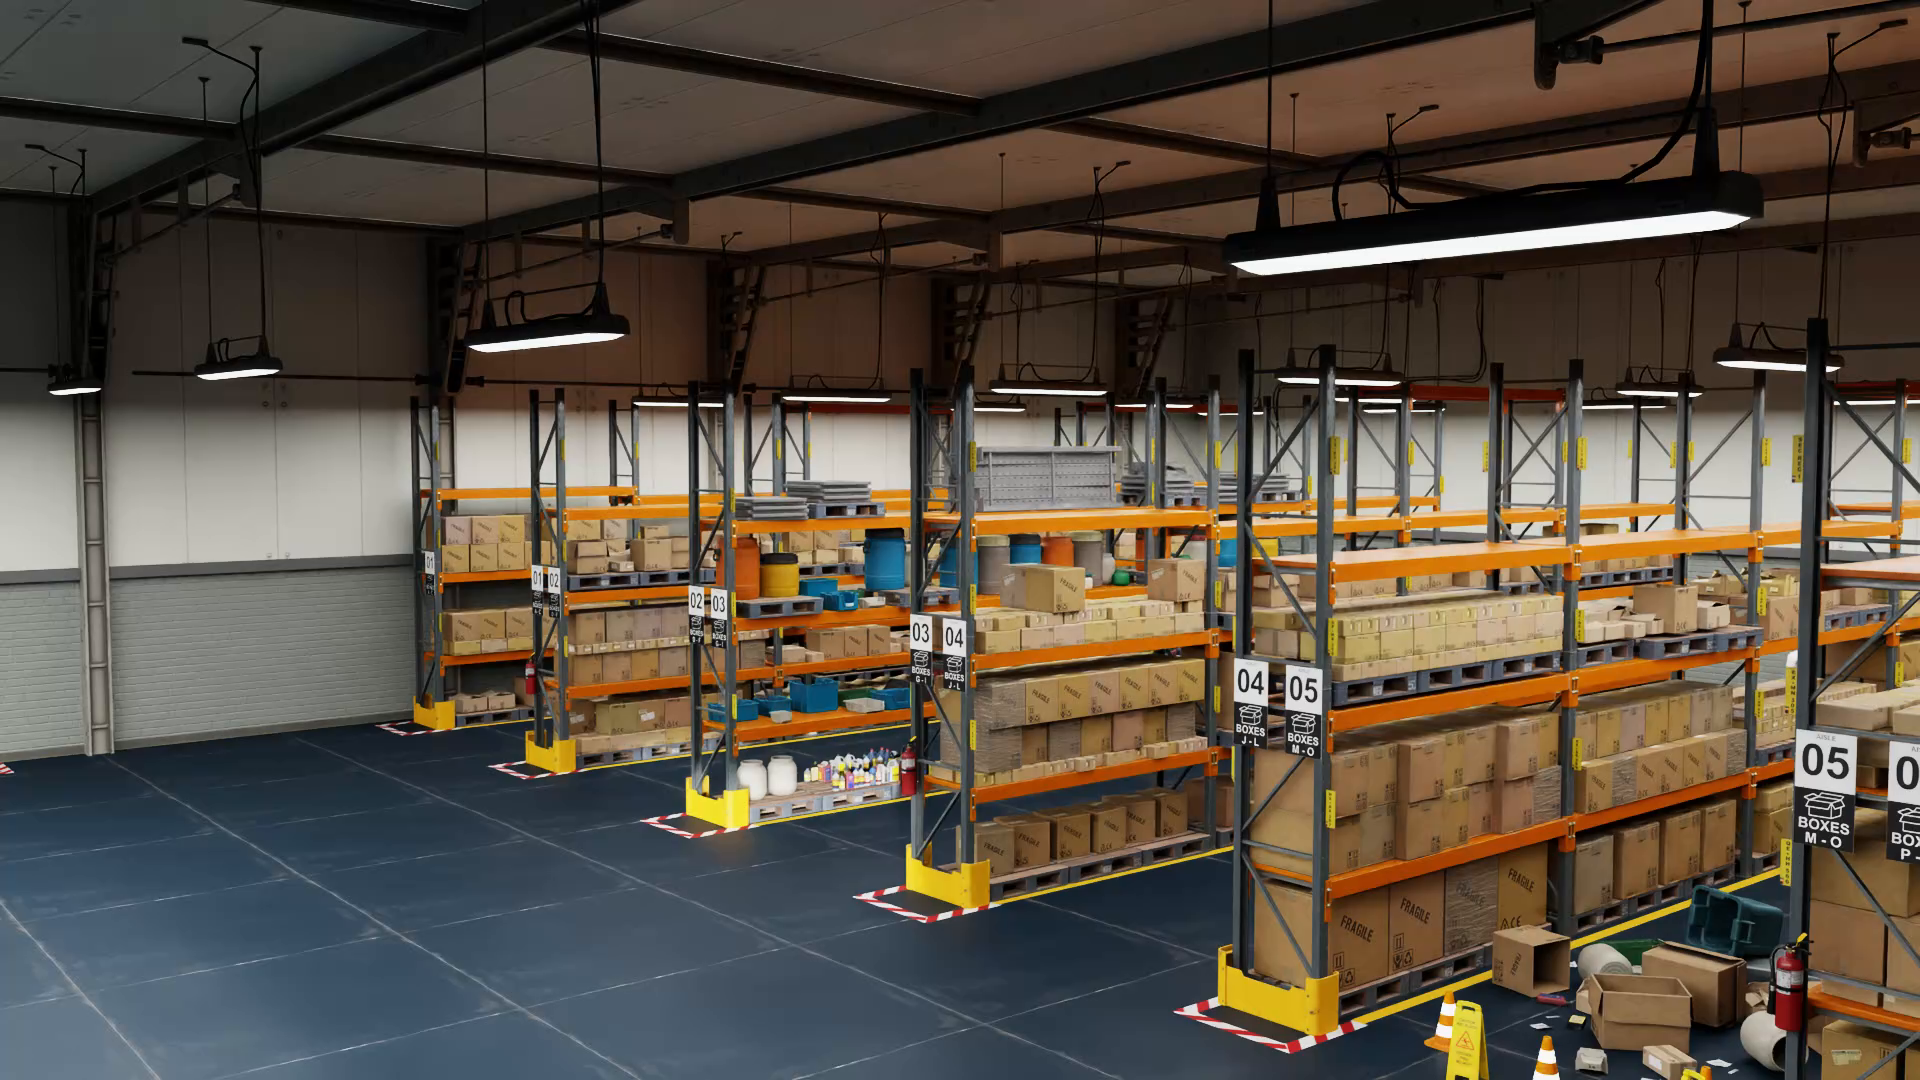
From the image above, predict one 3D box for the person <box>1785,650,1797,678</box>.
[{"bbox_3d":[14.795,2.571,29.202,0.620,1.799,0.589,-2,4,-32],"label":"person"}]
